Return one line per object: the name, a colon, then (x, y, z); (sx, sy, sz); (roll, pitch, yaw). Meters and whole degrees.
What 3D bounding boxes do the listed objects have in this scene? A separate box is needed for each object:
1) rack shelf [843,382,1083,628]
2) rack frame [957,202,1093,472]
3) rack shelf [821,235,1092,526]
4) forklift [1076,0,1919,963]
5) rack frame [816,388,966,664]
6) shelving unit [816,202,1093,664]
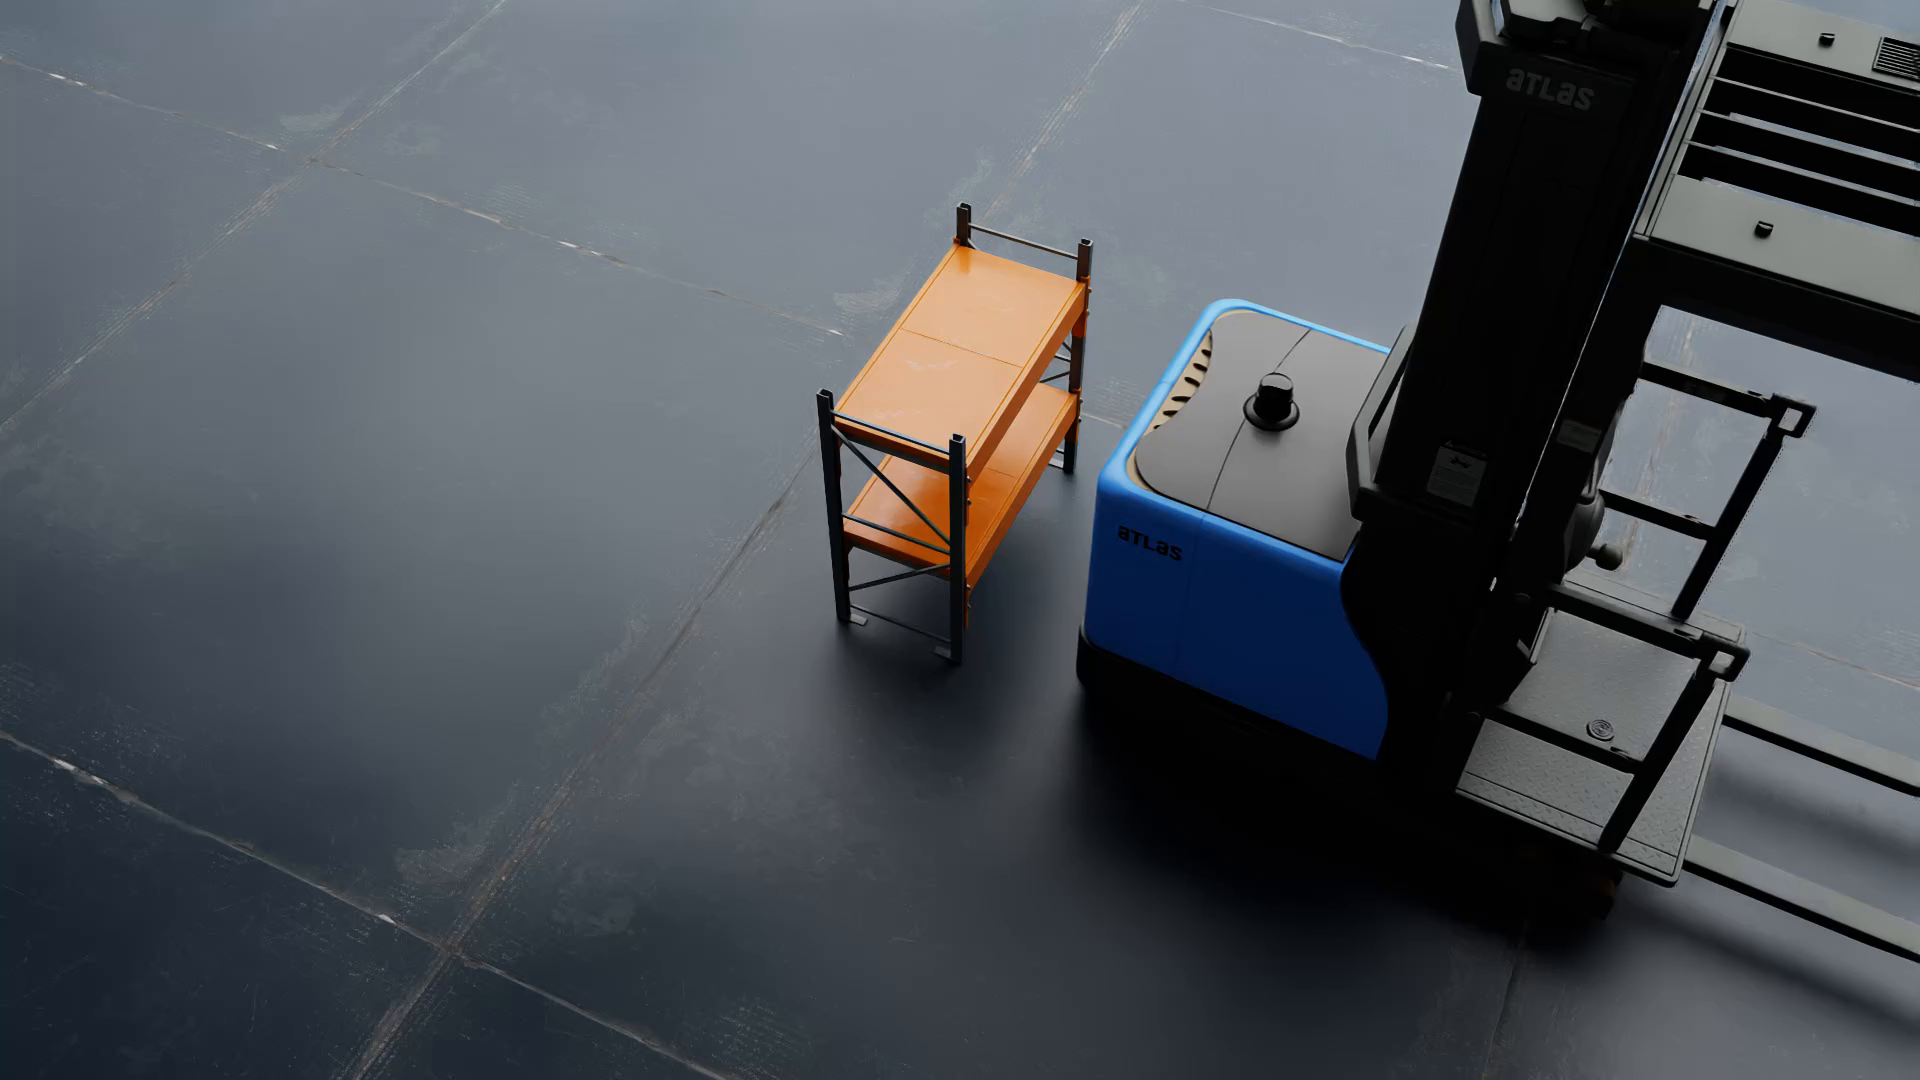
rack shelf: (0.003, -0.211, 6.012); (0.538, 0.278, 1.000); (20, 52, 16)
rack frame: (0.220, -0.719, 6.123); (0.500, 1.125, 0.032); (20, 52, 16)
rack shelf: (0.003, -0.559, 5.603); (0.538, 0.278, 1.000); (20, 52, 16)
forklift: (1.949, -0.234, 4.525); (3.031, 2.935, 1.130); (22, 53, 18)
rack frame: (-0.214, -0.019, 5.528); (0.500, 1.125, 0.032); (20, 52, 16)
shelving unit: (0.003, -0.369, 5.826); (0.538, 1.125, 1.048); (20, 52, 16)
